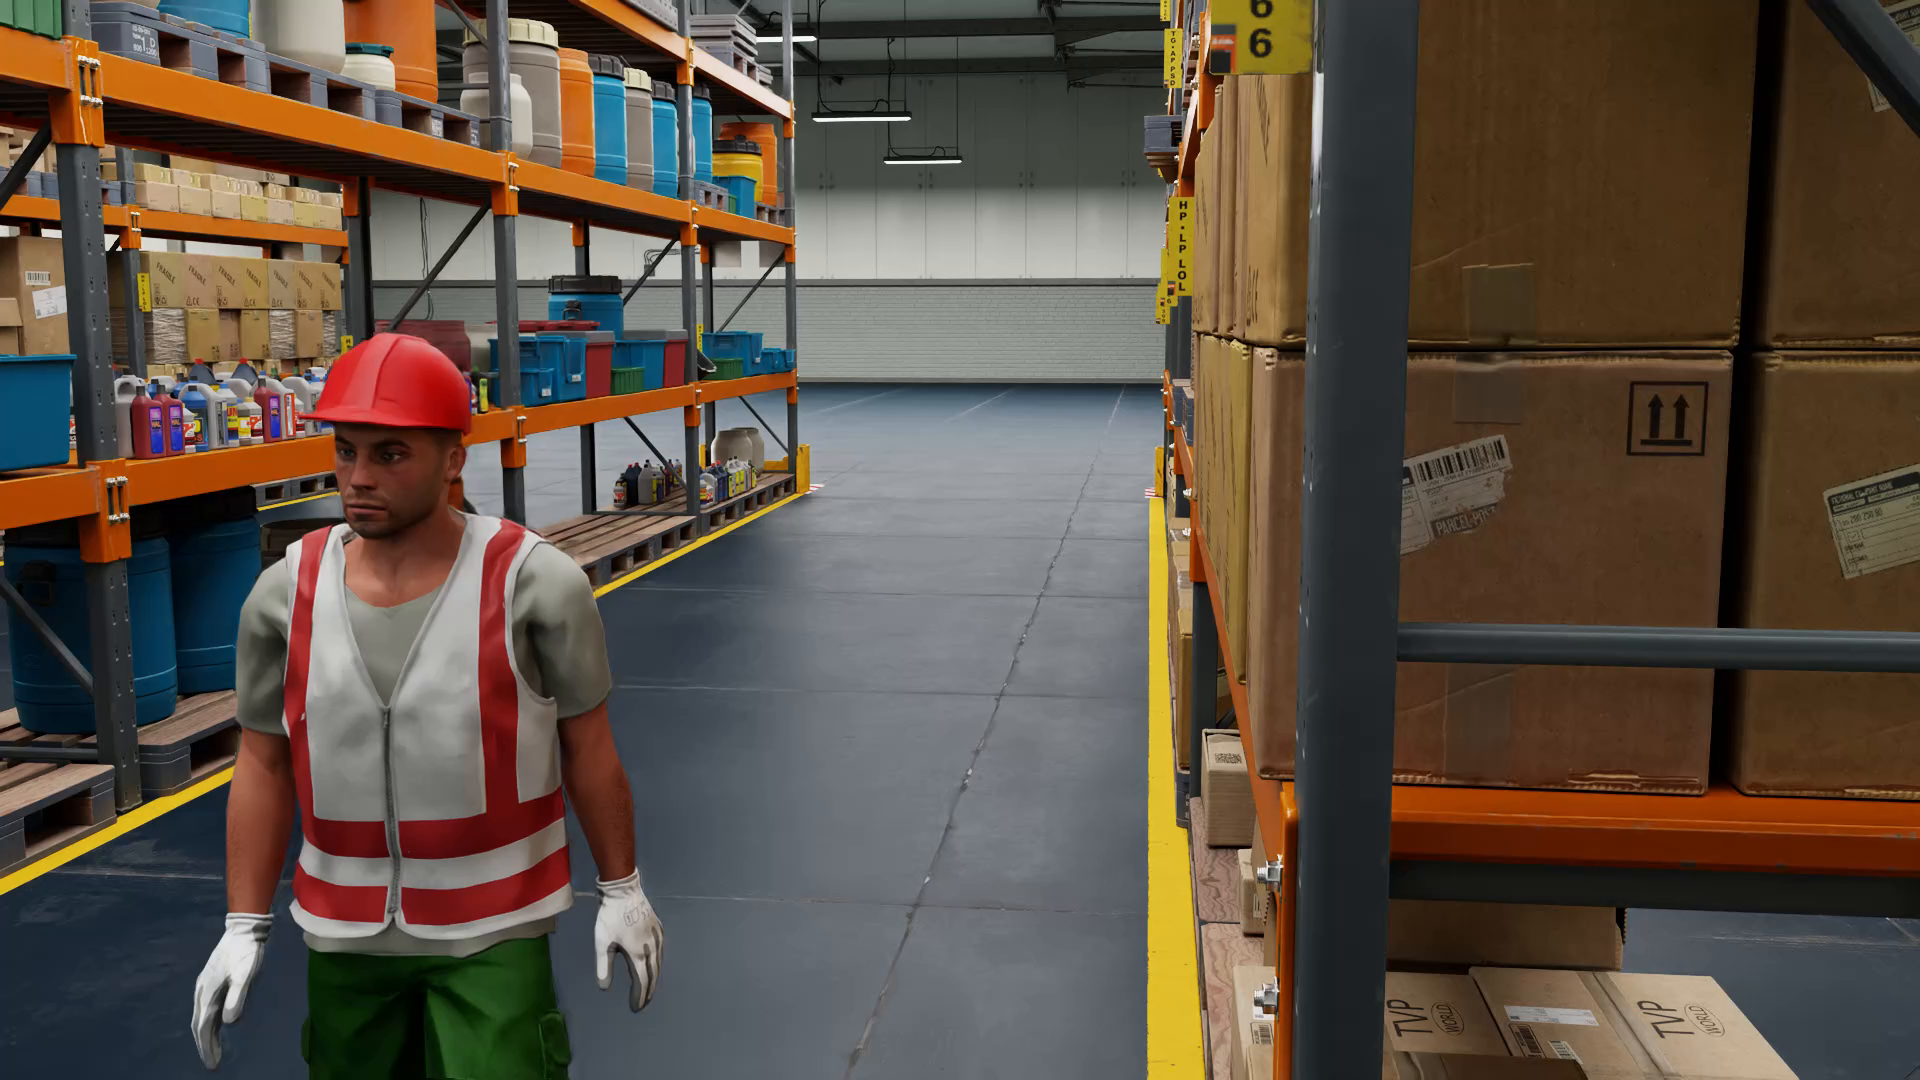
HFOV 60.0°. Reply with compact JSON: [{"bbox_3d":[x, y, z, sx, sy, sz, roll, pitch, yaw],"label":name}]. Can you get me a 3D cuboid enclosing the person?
[{"bbox_3d":[-0.787,0.613,2.457,0.629,1.826,0.462,0,8,4],"label":"person"}]
